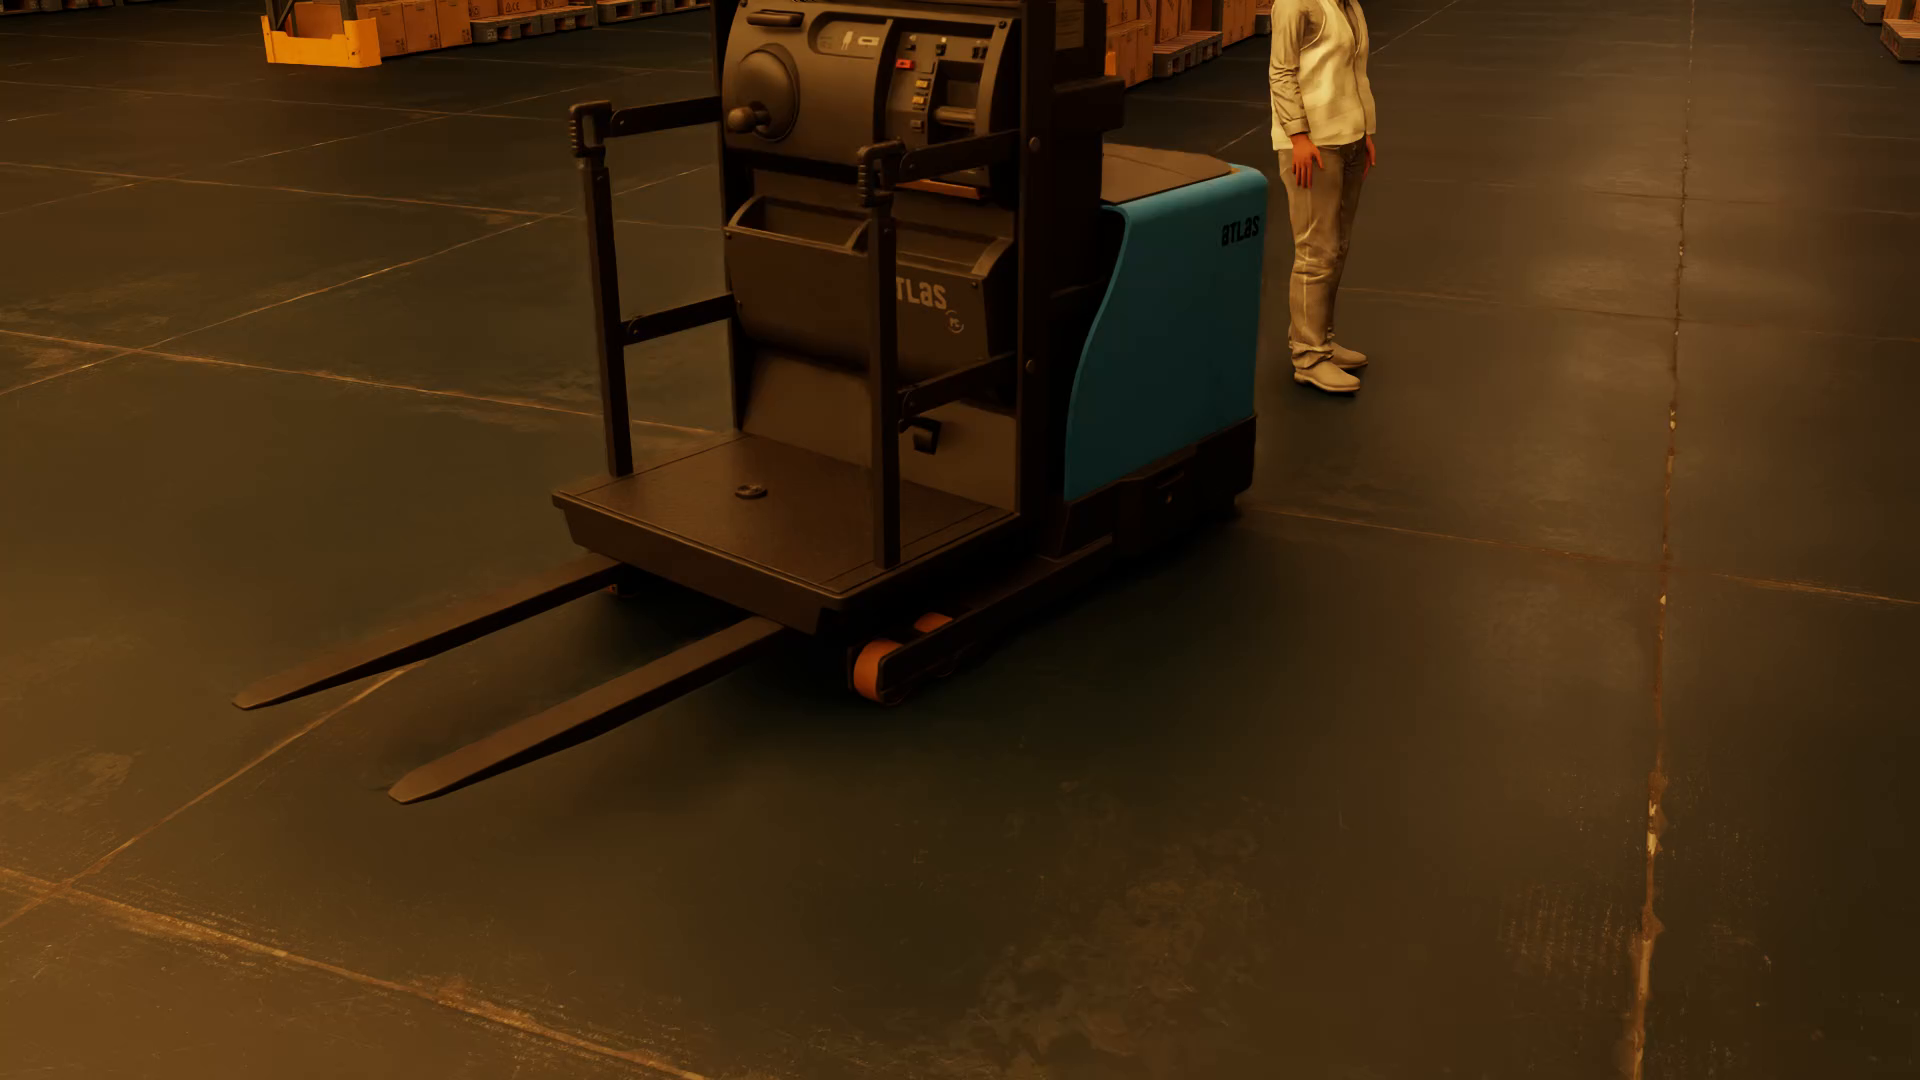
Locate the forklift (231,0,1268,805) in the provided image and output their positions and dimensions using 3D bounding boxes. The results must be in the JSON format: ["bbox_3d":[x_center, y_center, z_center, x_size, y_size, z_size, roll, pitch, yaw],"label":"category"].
[{"bbox_3d":[-0.388,-1.160,4.067,1.130,2.935,3.031,18,28,36],"label":"forklift"}]

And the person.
[{"bbox_3d":[1.469,-1.523,6.417,0.570,1.773,0.630,16,28,34],"label":"person"}]
